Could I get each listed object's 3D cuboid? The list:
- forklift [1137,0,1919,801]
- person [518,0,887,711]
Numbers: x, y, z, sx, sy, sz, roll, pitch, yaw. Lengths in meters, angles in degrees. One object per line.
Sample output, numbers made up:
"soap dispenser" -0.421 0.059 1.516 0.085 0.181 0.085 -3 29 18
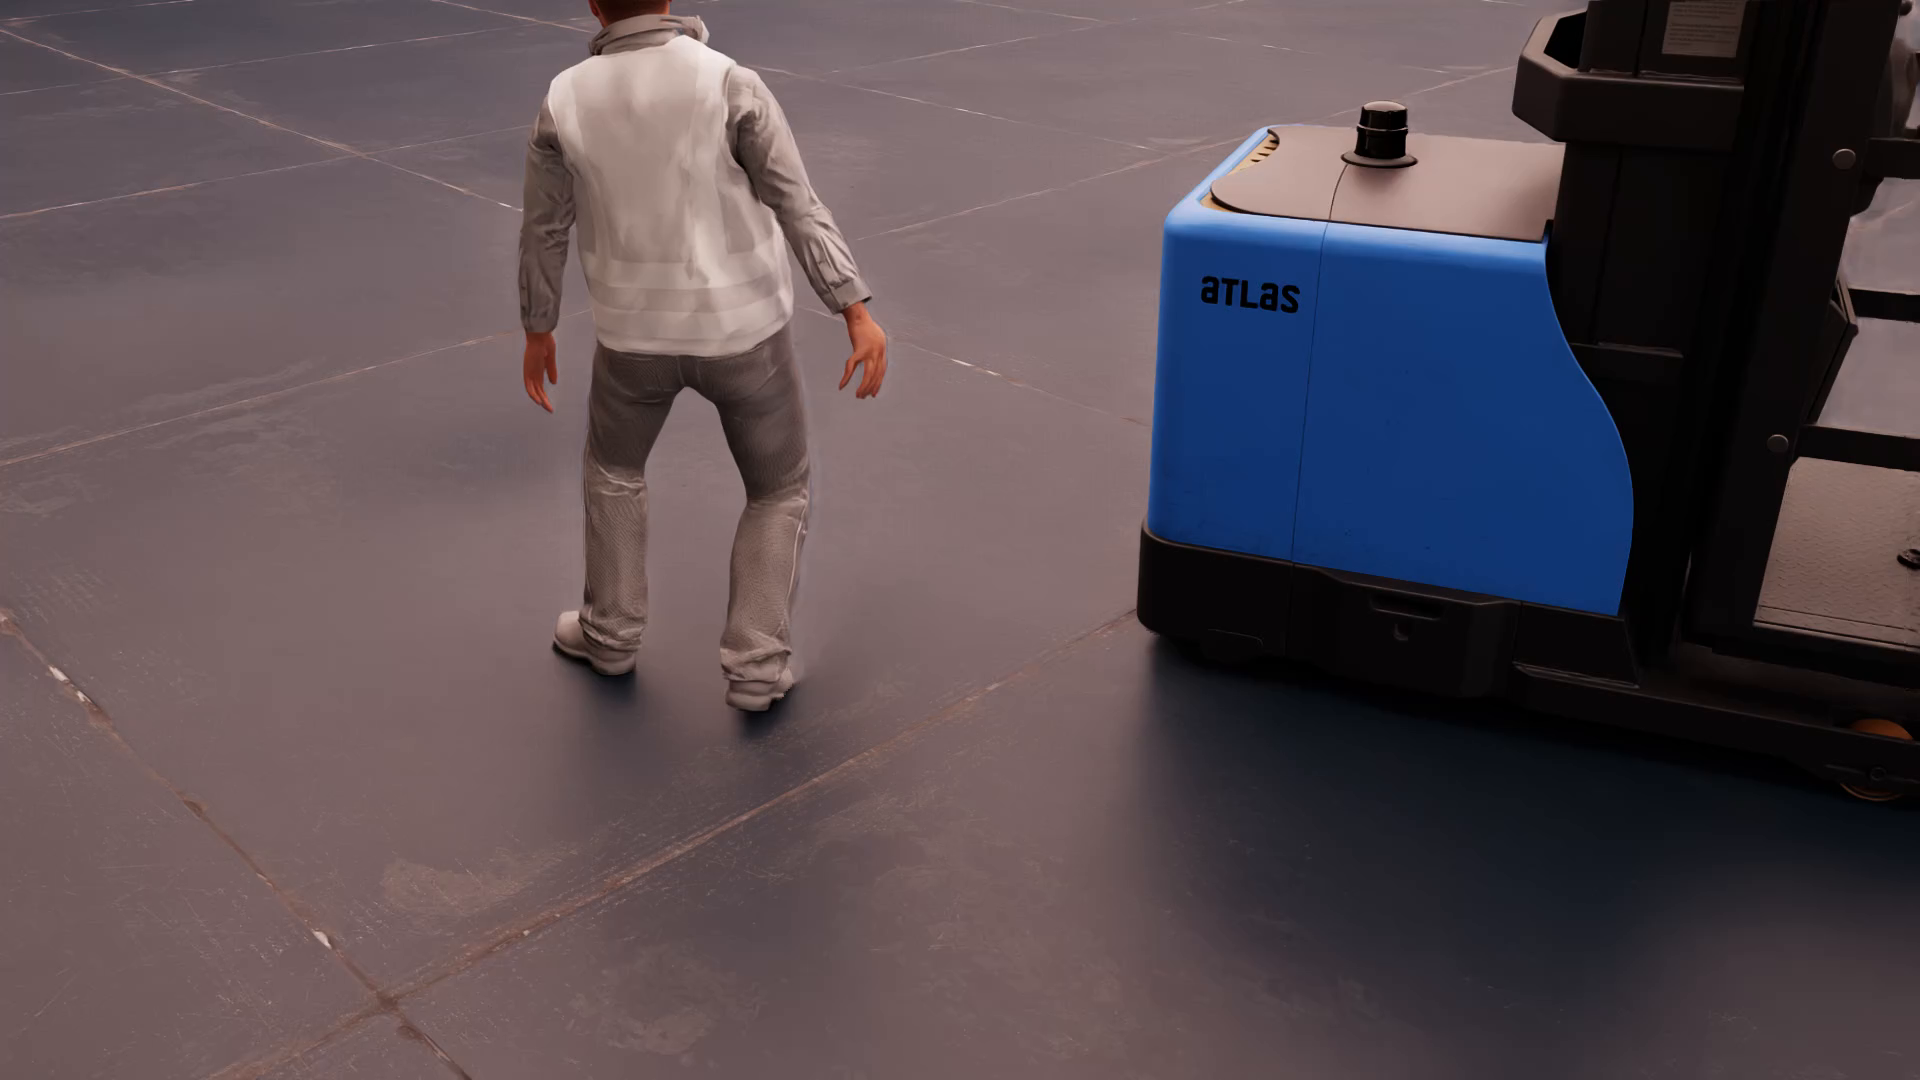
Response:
"forklift" 1.995 -1.010 3.274 3.031 2.935 1.130 10 28 19
"person" -0.577 -0.448 3.575 0.875 1.726 0.492 5 27 11
